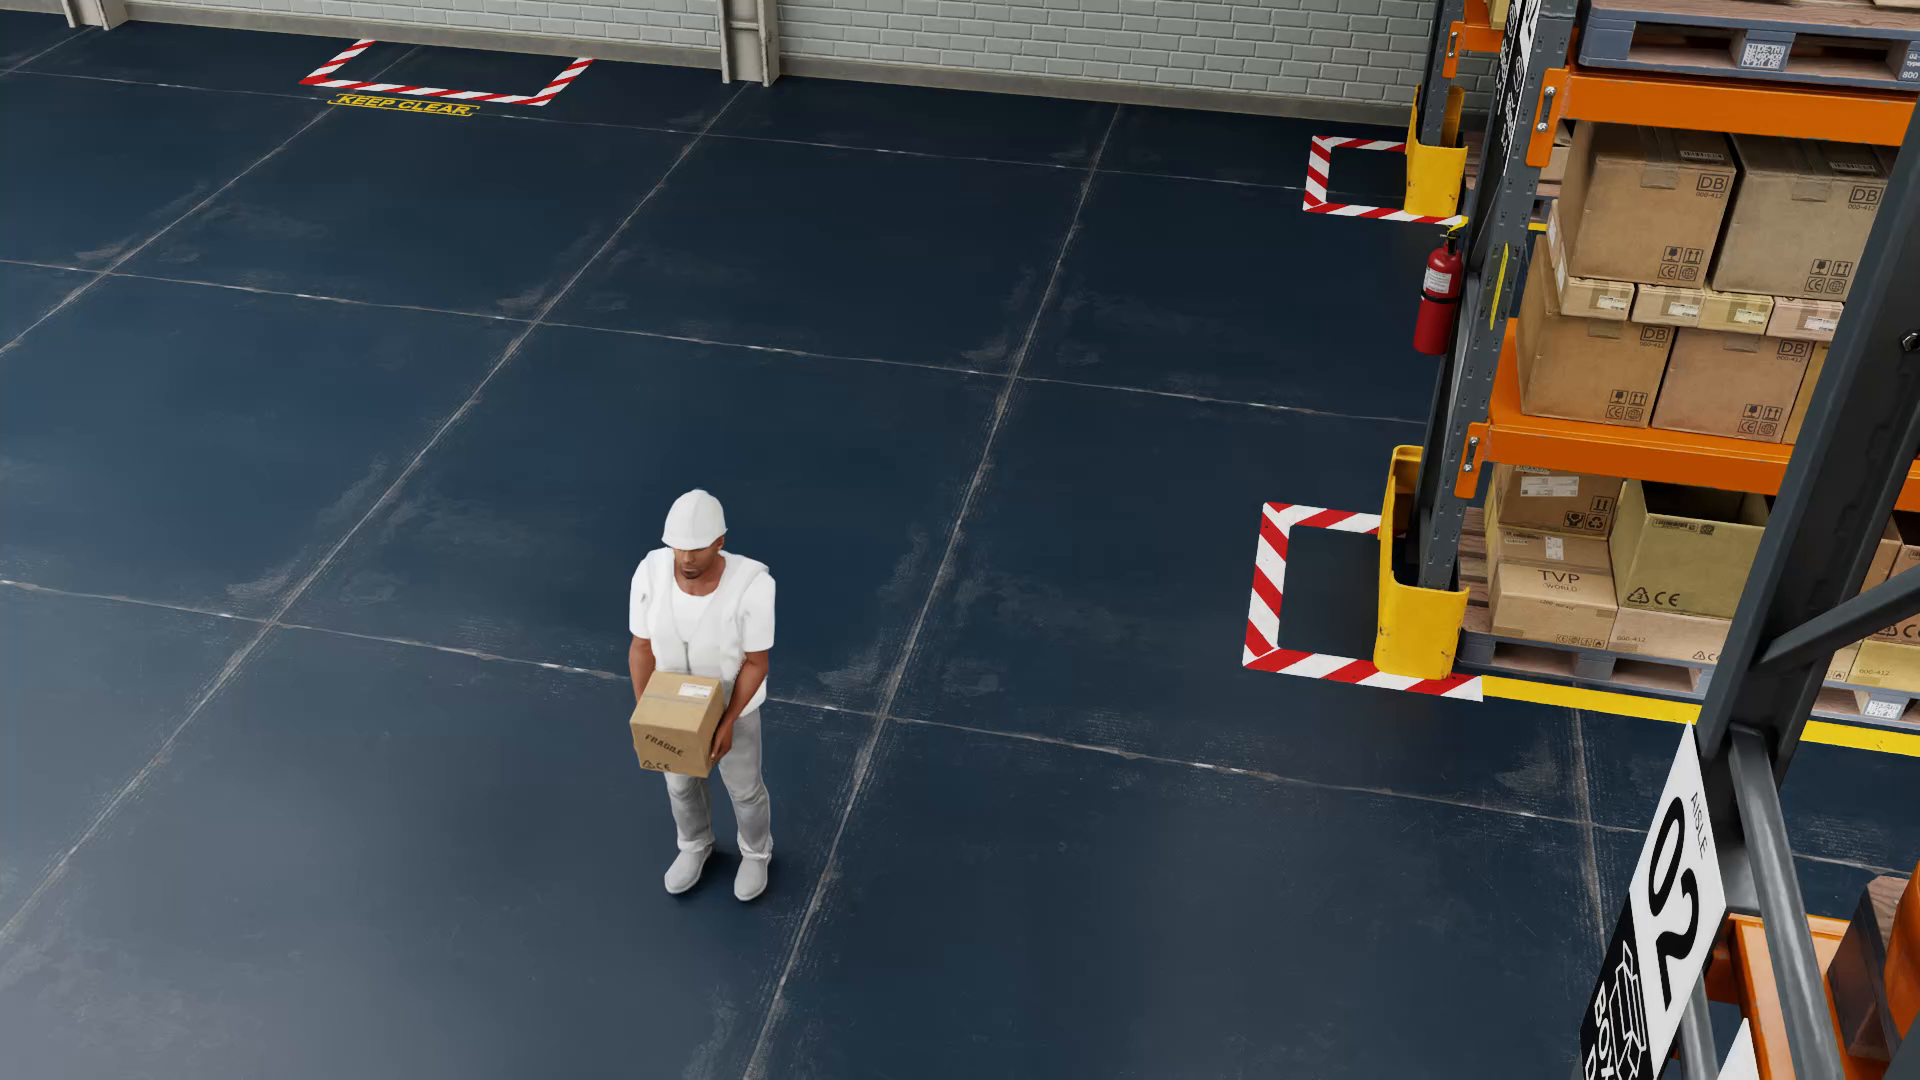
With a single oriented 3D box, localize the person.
[{"bbox_3d":[-0.944,0.636,6.081,0.535,1.768,0.560,7,37,10],"label":"person"}]
